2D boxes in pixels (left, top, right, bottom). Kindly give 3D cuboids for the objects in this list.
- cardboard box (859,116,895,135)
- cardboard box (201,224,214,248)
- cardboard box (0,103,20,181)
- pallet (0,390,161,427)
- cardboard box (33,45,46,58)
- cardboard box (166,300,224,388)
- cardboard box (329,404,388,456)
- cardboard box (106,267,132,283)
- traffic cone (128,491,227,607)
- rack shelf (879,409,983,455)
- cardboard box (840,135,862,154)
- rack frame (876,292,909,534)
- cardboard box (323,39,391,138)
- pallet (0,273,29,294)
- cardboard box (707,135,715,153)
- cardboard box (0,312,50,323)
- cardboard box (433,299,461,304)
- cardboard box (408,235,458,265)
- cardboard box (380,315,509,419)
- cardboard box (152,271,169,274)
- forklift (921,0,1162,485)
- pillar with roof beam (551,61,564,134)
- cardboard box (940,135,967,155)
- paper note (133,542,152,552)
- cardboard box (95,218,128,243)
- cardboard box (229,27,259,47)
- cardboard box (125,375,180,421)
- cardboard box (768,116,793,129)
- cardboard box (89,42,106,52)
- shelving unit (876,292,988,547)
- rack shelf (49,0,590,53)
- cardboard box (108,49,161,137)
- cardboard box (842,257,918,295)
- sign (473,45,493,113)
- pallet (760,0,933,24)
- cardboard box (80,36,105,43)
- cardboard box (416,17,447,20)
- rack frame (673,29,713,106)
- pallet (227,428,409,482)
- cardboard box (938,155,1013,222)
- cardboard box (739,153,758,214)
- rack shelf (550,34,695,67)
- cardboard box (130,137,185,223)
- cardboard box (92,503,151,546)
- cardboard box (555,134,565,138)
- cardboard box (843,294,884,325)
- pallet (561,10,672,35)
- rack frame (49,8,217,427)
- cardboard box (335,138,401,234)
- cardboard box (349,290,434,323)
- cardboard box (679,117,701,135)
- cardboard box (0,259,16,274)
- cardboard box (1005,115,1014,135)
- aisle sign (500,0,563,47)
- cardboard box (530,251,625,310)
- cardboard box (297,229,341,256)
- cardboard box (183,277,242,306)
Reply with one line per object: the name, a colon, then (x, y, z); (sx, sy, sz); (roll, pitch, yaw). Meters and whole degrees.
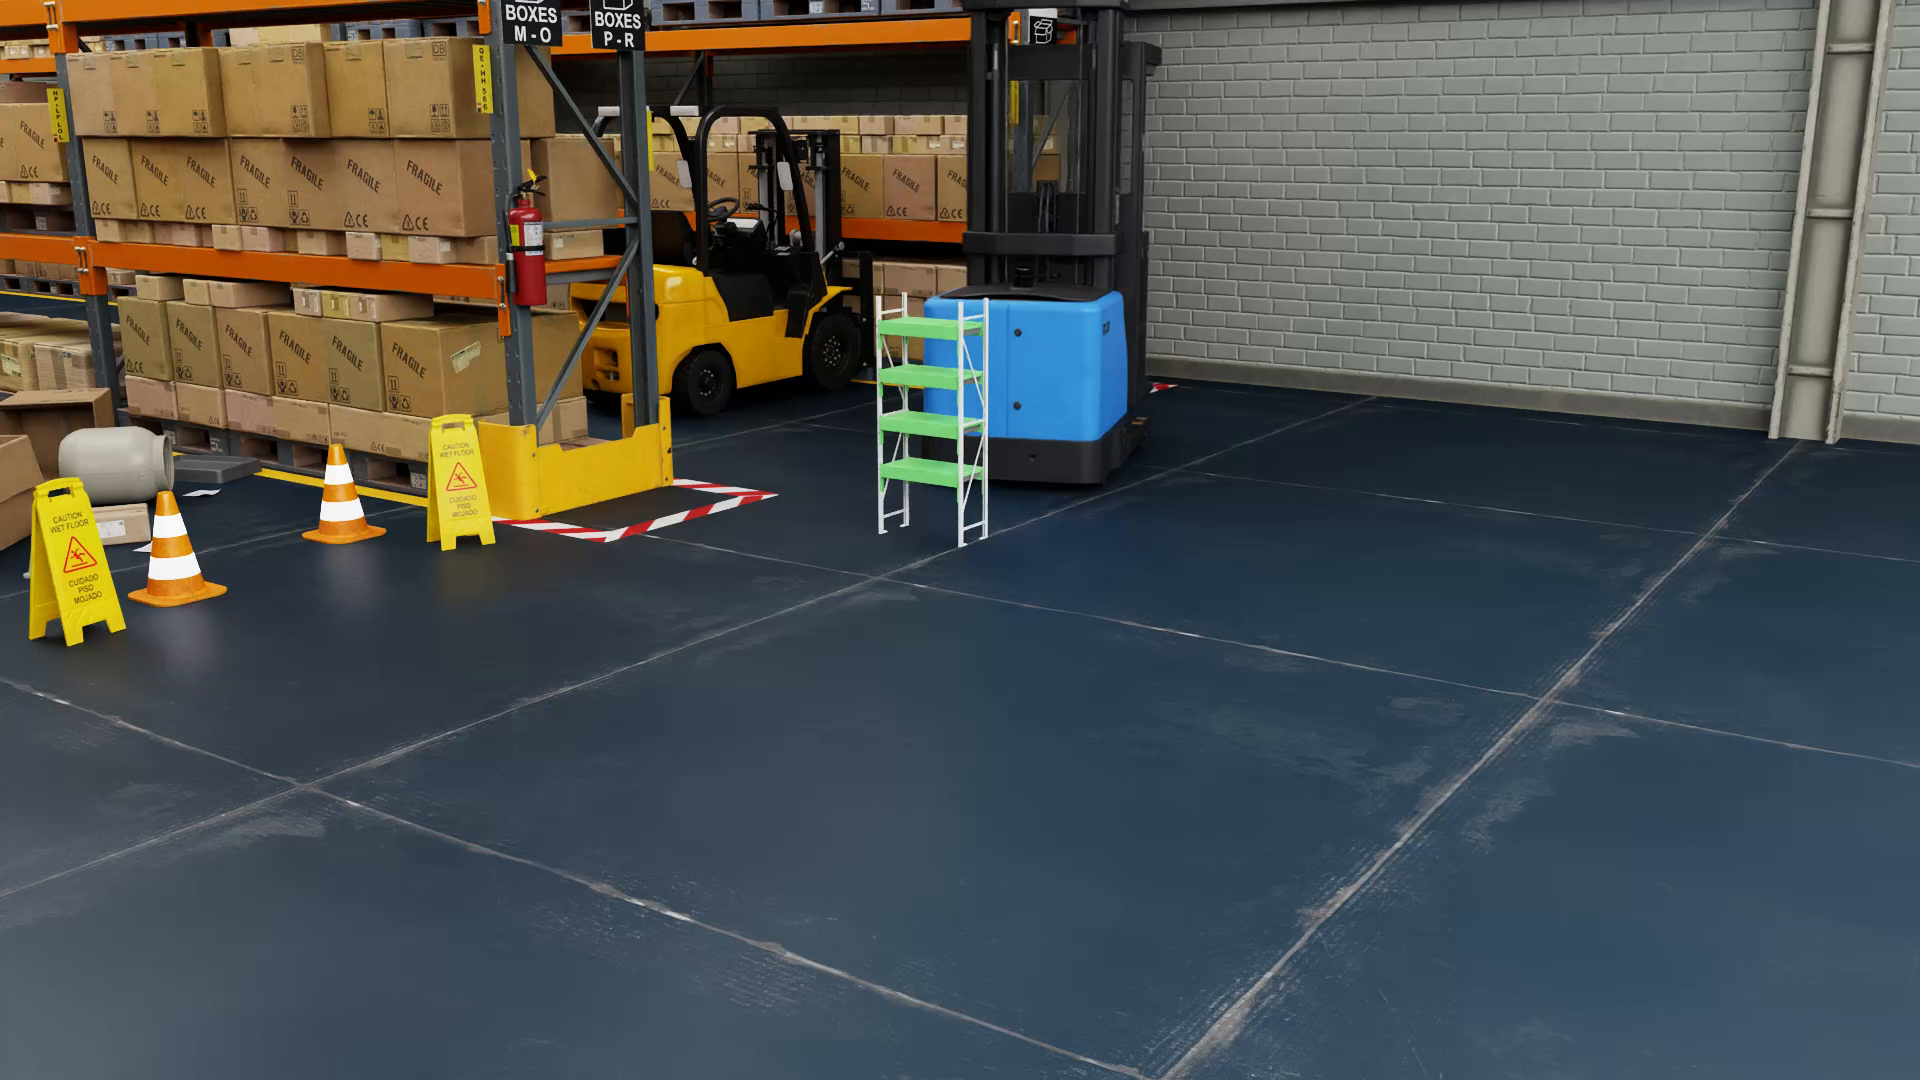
cardboard box: (-0.588, -3.303, 13.248); (0.250, 0.149, 0.380); (10, 17, 34)
cardboard box: (-4.379, -1.867, 10.146); (0.250, 0.149, 0.380); (9, 17, 33)
cardboard box: (-6.285, -2.697, 11.276); (0.500, 0.500, 0.500); (9, 17, 33)
pallet: (-6.008, -0.969, 11.797); (1.213, 0.211, 1.003); (9, 17, 33)
cardboard box: (-10.735, -5.784, 19.726); (0.250, 0.149, 0.380); (9, 17, 33)
cardboard box: (-4.572, -1.249, 10.413); (0.500, 0.500, 0.500); (10, 17, 35)
cardboard box: (-3.289, -0.677, 9.662); (0.500, 0.250, 0.500); (9, 17, 33)
cardboard box: (-10.155, -3.222, 19.912); (0.258, 0.266, 0.396); (10, 17, 35)
traffic cone: (-3.457, 0.016, 7.294); (0.334, 0.463, 0.336); (9, 17, 33)
rack shelf: (-0.137, -0.543, 8.284); (0.480, 0.148, 0.258); (9, 17, 33)
cardboard box: (-0.797, -3.193, 13.421); (0.250, 0.149, 0.380); (9, 17, 33)
rack frame: (-0.340, -0.637, 8.401); (0.015, 1.200, 0.240); (9, 17, 33)
cardboard box: (-3.004, -2.454, 9.087); (0.500, 0.500, 0.700); (9, 17, 33)
pallet: (-11.827, -3.347, 21.405); (1.213, 0.211, 1.003); (9, 17, 33)
cardboard box: (-2.029, -3.413, 14.309); (0.250, 0.149, 0.380); (9, 17, 33)
cardboard box: (-7.601, -1.508, 12.766); (0.625, 0.372, 0.950); (9, 16, 32)
cardboard box: (-3.425, -1.219, 10.294); (0.500, 0.500, 0.500); (10, 17, 34)
cardboard box: (-2.744, -1.579, 8.982); (0.250, 0.149, 0.380); (9, 16, 32)
cardboard box: (-2.853, -0.970, 9.288); (0.500, 0.500, 0.500); (9, 17, 33)
cardboard box: (-8.957, -3.162, 19.182); (0.500, 0.500, 0.500); (10, 17, 35)
forklift: (0.643, -2.042, 10.472); (1.130, 2.935, 3.031); (4, 14, 14)
pillar with roof beam: (-6.731, -5.803, 13.039); (0.400, 9.000, 9.100); (9, 17, 33)
cardboard box: (0.052, -3.054, 12.861); (0.250, 0.149, 0.380); (9, 17, 34)
paper note: (-3.938, 0.030, 8.140); (0.142, 0.019, 0.148); (3, 14, 14)
cardboard box: (-5.279, -1.990, 10.642); (0.250, 0.149, 0.380); (9, 17, 33)
cardboard box: (-7.308, -5.283, 17.491); (0.500, 0.250, 0.500); (9, 17, 33)
cardboard box: (-5.023, -0.954, 10.784); (0.500, 0.250, 0.500); (8, 16, 30)
cardboard box: (-1.382, -3.457, 13.870); (0.250, 0.149, 0.380); (9, 17, 33)
cardboard box: (-9.696, -5.605, 19.002); (0.250, 0.149, 0.380); (9, 17, 32)
shelving unit: (-0.137, -0.605, 8.269); (0.503, 1.200, 0.258); (9, 17, 33)
rack shelf: (-3.702, -3.057, 9.683); (4.000, 0.370, 1.077); (9, 17, 33)
cardboard box: (-4.706, -2.721, 10.166); (0.500, 0.500, 0.700); (9, 17, 33)
cardboard box: (-0.683, -2.159, 13.569); (0.500, 0.250, 0.500); (9, 17, 34)
sign: (-2.369, -2.289, 8.261); (0.005, 0.325, 0.100); (9, 17, 33)
pallet: (-0.864, -4.348, 13.588); (1.213, 0.211, 1.003); (9, 17, 33)
cardboard box: (-9.773, -5.824, 19.057); (0.500, 0.250, 0.500); (9, 17, 33)
cardboard box: (-5.169, -5.334, 16.617); (0.500, 0.250, 0.500); (9, 17, 33)
rack frame: (-2.594, -3.208, 15.041); (0.127, 3.000, 1.000); (9, 17, 33)
pallet: (-3.768, -0.618, 10.380); (1.213, 0.211, 1.003); (9, 17, 33)
cardboard box: (0.170, -2.734, 12.917); (0.500, 0.500, 0.500); (9, 16, 32)
cardboard box: (-1.510, -3.011, 14.036); (0.500, 0.500, 0.500); (9, 17, 32)
rack shelf: (-4.254, -4.583, 15.851); (4.000, 0.370, 1.077); (9, 17, 33)
cardboard box: (-4.723, -2.234, 10.277); (0.500, 0.500, 0.500); (9, 17, 33)
cardboard box: (-4.257, -0.071, 8.299); (0.380, 0.149, 0.250); (-7, 15, -25)
cardboard box: (-3.692, -3.656, 15.293); (0.250, 0.149, 0.380); (9, 16, 31)
cardboard box: (-0.704, -1.921, 13.649); (0.500, 0.250, 0.500); (9, 16, 32)
pallet: (-3.334, -4.687, 15.171); (1.217, 0.209, 0.805); (8, 16, 31)
rack frame: (-5.362, -2.218, 11.041); (0.127, 3.000, 1.000); (9, 17, 33)
cardboard box: (-3.060, -1.960, 9.173); (0.500, 0.500, 0.500); (9, 17, 33)
cardboard box: (-3.195, -1.321, 9.355); (0.250, 0.149, 0.380); (10, 17, 34)
cardboard box: (-2.218, -3.601, 14.449); (0.250, 0.149, 0.380); (9, 17, 34)
cardboard box: (-12.097, -3.709, 21.384); (0.637, 0.503, 0.797); (8, 16, 31)
cardboard box: (0.310, -3.186, 12.773); (0.250, 0.149, 0.380); (9, 17, 33)
aisle sign: (-2.153, -2.877, 8.294); (0.004, 0.787, 0.394); (9, 17, 33)
cardboard box: (-3.673, -2.433, 15.976); (0.625, 0.625, 0.875); (9, 17, 32)
cardboard box: (-3.573, -1.725, 9.571); (0.250, 0.149, 0.380); (9, 17, 32)
cardboard box: (-4.525, -1.536, 10.223); (0.250, 0.149, 0.380); (10, 17, 35)
